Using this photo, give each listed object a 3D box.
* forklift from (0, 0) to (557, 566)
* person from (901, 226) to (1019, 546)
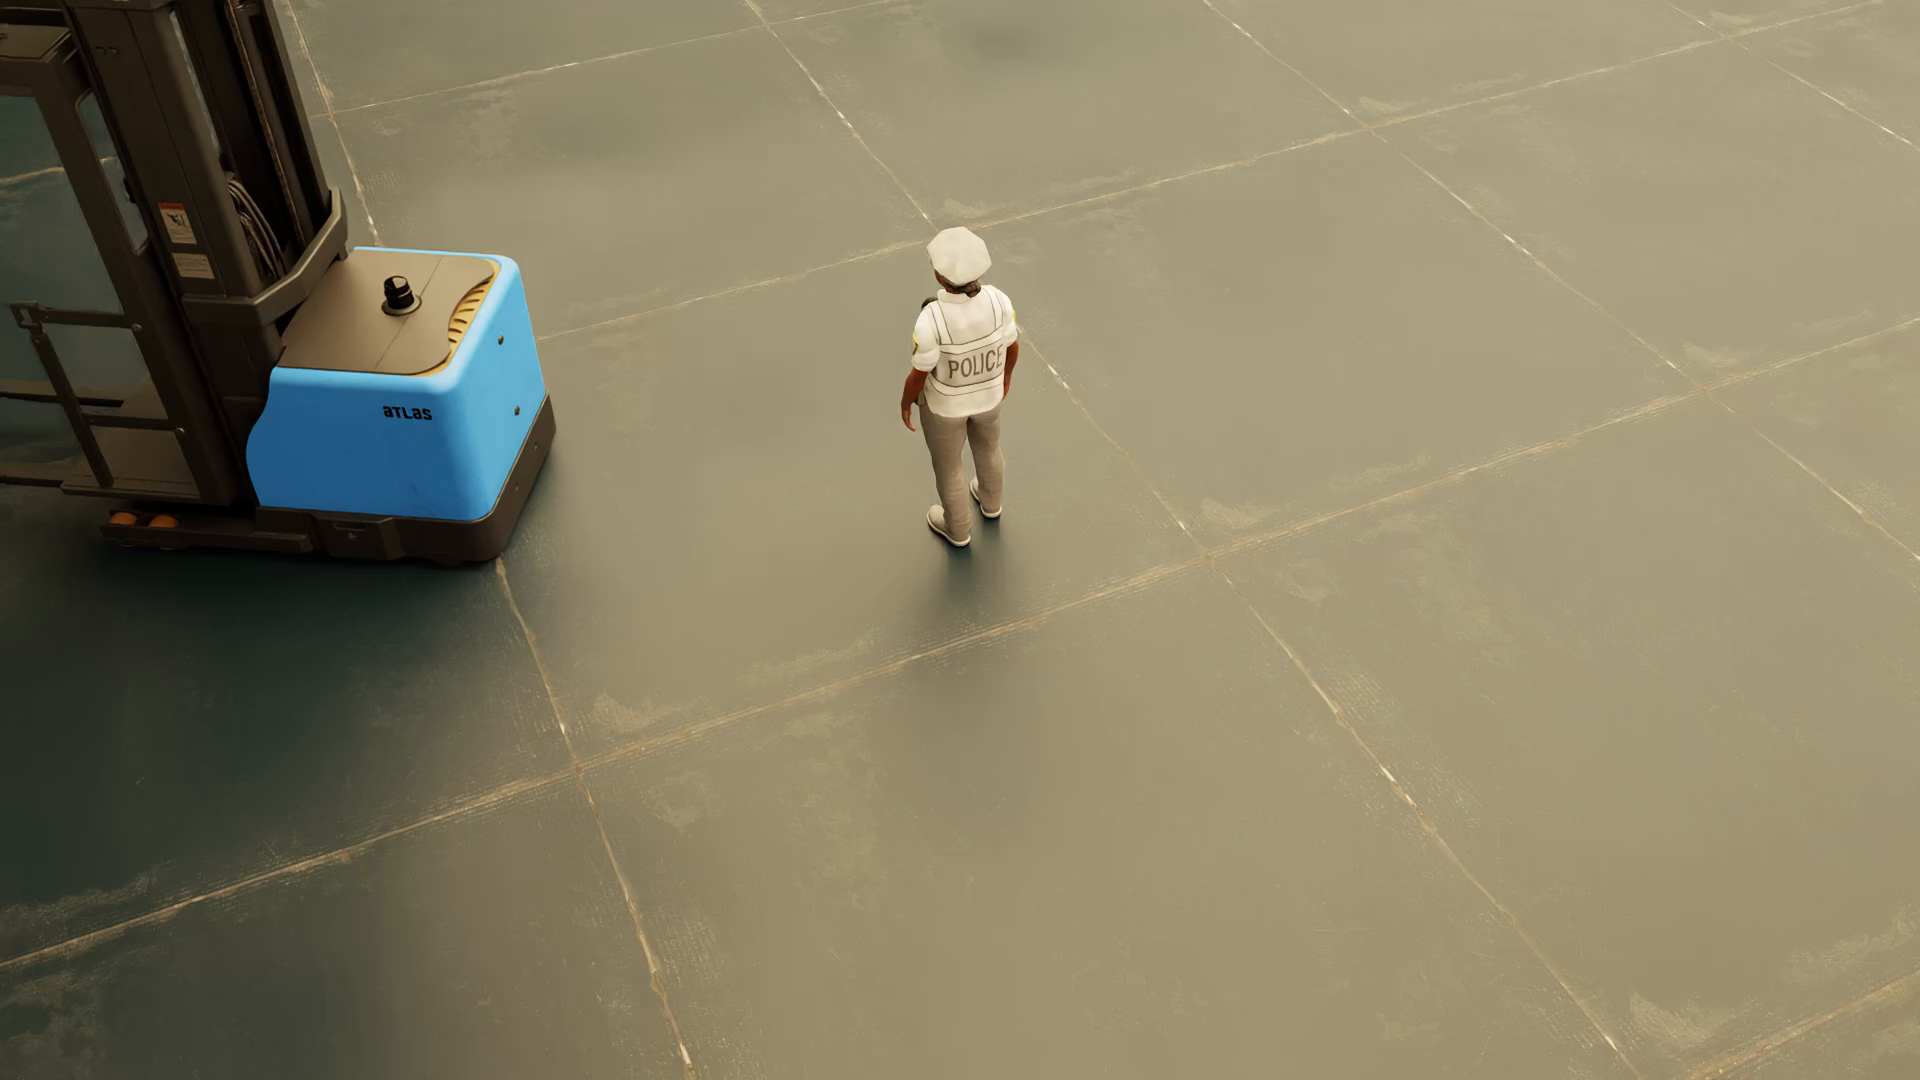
[{"bbox_3d":[-3.567,-1.378,7.157,3.031,2.935,1.130,4,43,4],"label":"forklift"},{"bbox_3d":[-0.013,-0.676,7.302,0.569,1.693,0.528,-18,46,-18],"label":"person"}]
